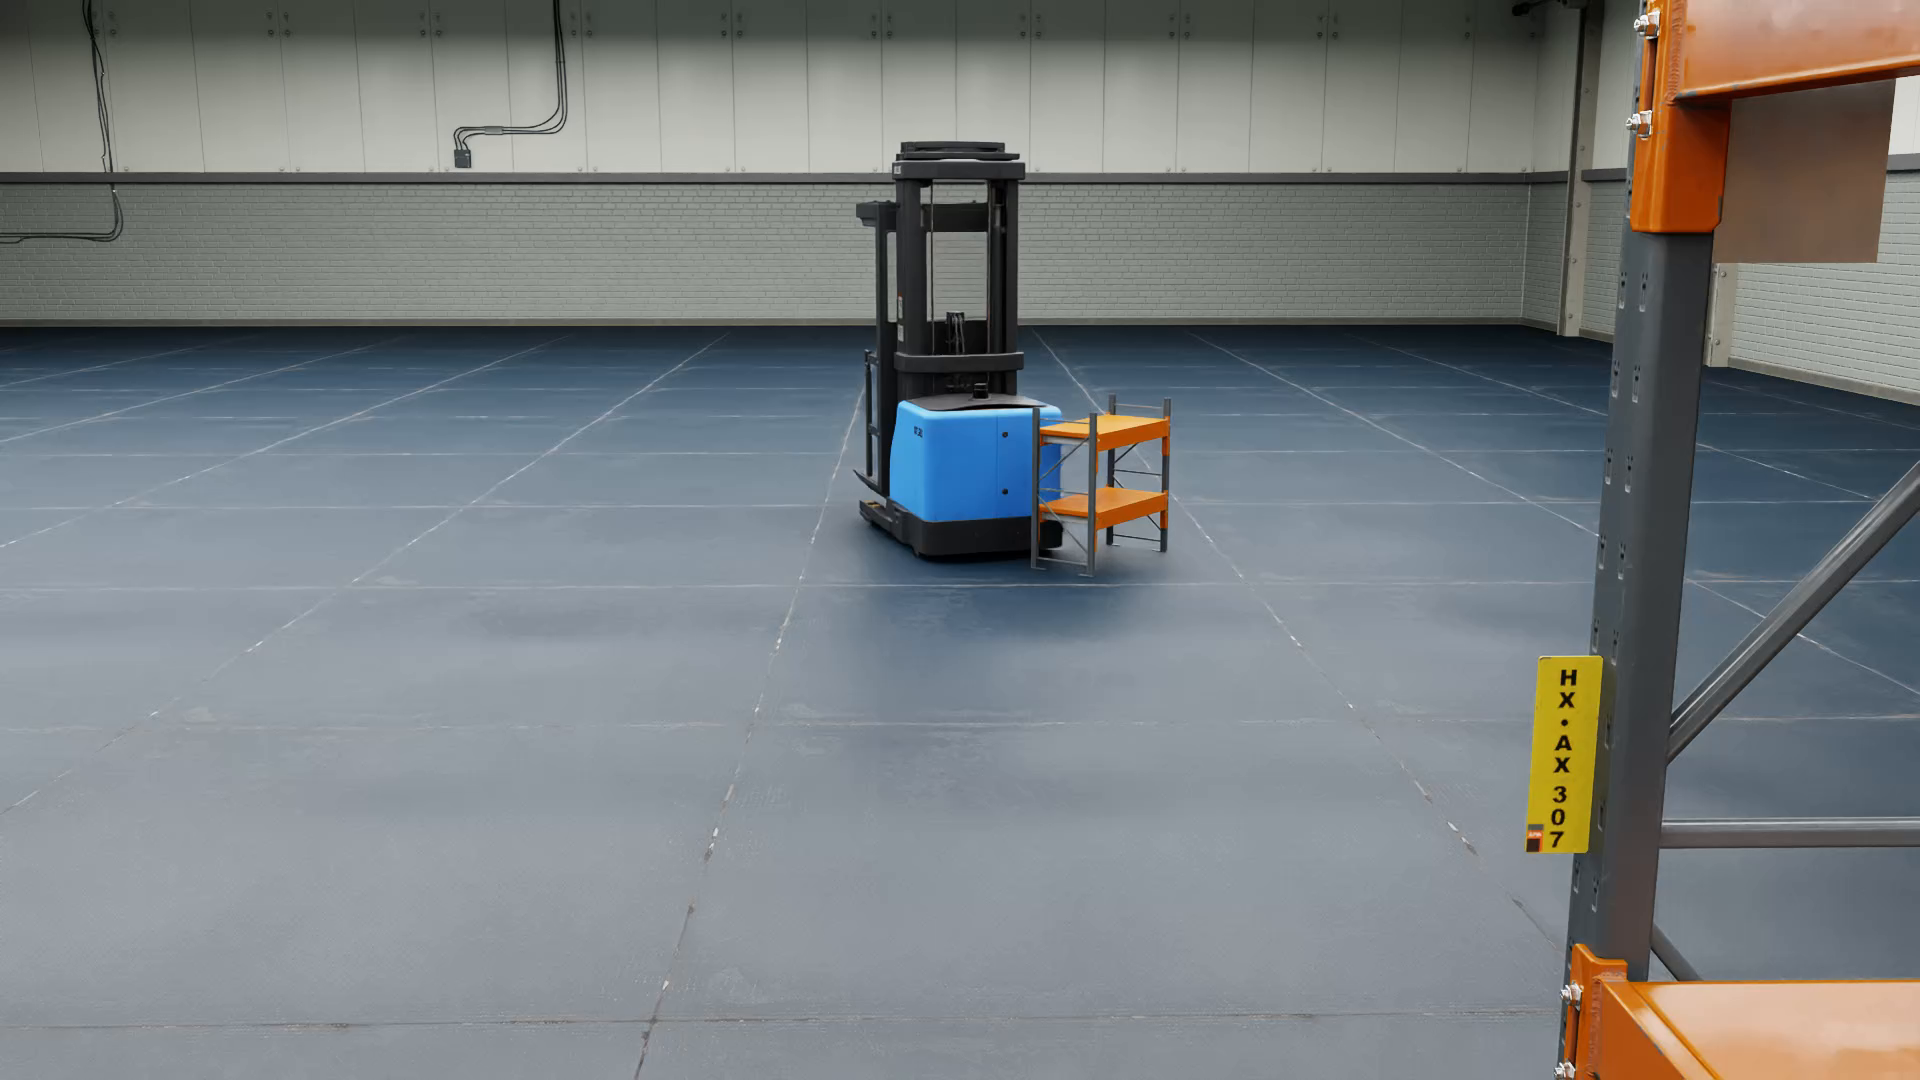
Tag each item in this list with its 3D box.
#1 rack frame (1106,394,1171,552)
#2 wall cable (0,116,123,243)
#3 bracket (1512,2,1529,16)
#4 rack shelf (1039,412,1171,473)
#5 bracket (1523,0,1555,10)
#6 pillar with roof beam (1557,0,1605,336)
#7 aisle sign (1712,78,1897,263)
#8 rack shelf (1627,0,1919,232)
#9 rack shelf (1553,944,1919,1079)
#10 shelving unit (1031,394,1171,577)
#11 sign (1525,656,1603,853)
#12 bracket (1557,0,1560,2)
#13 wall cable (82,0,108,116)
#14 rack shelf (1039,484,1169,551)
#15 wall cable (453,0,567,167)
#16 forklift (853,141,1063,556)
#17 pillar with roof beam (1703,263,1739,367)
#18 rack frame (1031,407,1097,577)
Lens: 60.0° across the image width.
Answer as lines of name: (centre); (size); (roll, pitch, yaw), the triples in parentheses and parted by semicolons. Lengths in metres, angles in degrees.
rack frame: (1.301, -0.492, 12.153); (0.500, 1.125, 0.032); (8, 14, 35)
wall cable: (-18.561, -7.273, 33.584); (3.097, 2.526, 0.112); (0, 11, -1)
bracket: (11.258, -10.649, 33.363); (0.235, 0.232, 0.430); (0, 11, -1)
rack shelf: (1.003, -0.696, 11.691); (0.538, 0.278, 1.000); (8, 14, 35)
bracket: (11.270, -10.532, 32.785); (0.076, 0.066, 3.189); (0, 11, -1)
pillar with roof beam: (7.367, -8.315, 30.913); (9.100, 9.000, 0.548); (0, 11, -1)
aisle sign: (1.212, -0.811, 2.475); (0.394, 0.787, 0.004); (0, 11, -1)
rack shelf: (1.548, -0.244, 0.483); (1.077, 0.370, 4.000); (0, 11, -1)
rack shelf: (1.548, 1.226, 0.781); (1.077, 0.370, 4.000); (0, 11, -1)
shelving unit: (1.003, -0.410, 11.749); (0.538, 1.125, 1.048); (8, 14, 35)
sign: (0.956, 0.342, 2.635); (0.100, 0.325, 0.005); (0, 11, -1)
bracket: (11.307, -10.178, 31.041); (0.235, 0.232, 0.430); (0, 11, -1)
wall cable: (-15.857, -9.759, 33.137); (3.097, 2.526, 0.112); (0, 11, -1)
rack shelf: (1.003, -0.170, 11.797); (0.538, 0.278, 1.000); (8, 14, 35)
wall cable: (-9.070, -10.497, 33.114); (2.305, 6.003, 0.169); (0, 11, -1)
forklift: (-0.172, -1.572, 12.934); (1.130, 2.935, 3.031); (-3, 12, -16)
pillar with roof beam: (7.491, -7.122, 25.034); (9.100, 9.000, 0.400); (0, 11, -1)
rack frame: (0.706, -0.328, 11.345); (0.500, 1.125, 0.032); (8, 14, 35)
